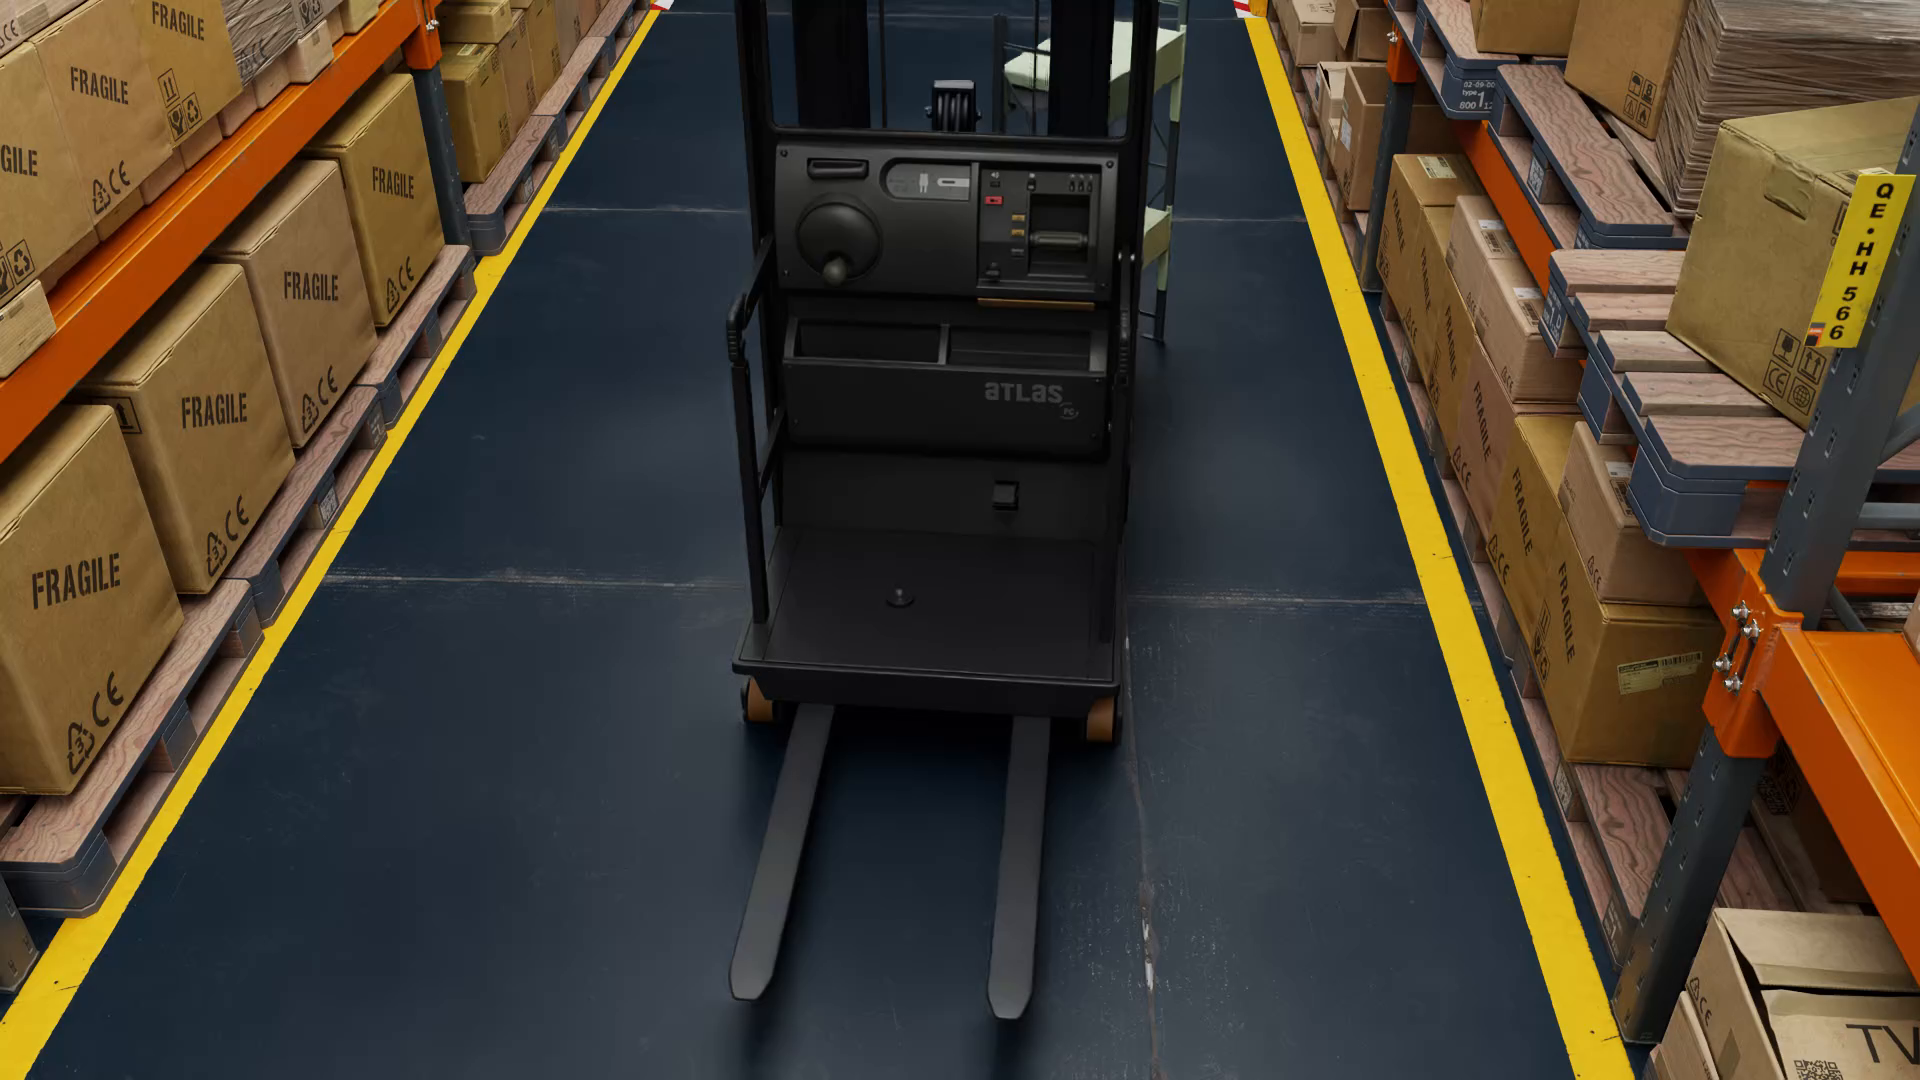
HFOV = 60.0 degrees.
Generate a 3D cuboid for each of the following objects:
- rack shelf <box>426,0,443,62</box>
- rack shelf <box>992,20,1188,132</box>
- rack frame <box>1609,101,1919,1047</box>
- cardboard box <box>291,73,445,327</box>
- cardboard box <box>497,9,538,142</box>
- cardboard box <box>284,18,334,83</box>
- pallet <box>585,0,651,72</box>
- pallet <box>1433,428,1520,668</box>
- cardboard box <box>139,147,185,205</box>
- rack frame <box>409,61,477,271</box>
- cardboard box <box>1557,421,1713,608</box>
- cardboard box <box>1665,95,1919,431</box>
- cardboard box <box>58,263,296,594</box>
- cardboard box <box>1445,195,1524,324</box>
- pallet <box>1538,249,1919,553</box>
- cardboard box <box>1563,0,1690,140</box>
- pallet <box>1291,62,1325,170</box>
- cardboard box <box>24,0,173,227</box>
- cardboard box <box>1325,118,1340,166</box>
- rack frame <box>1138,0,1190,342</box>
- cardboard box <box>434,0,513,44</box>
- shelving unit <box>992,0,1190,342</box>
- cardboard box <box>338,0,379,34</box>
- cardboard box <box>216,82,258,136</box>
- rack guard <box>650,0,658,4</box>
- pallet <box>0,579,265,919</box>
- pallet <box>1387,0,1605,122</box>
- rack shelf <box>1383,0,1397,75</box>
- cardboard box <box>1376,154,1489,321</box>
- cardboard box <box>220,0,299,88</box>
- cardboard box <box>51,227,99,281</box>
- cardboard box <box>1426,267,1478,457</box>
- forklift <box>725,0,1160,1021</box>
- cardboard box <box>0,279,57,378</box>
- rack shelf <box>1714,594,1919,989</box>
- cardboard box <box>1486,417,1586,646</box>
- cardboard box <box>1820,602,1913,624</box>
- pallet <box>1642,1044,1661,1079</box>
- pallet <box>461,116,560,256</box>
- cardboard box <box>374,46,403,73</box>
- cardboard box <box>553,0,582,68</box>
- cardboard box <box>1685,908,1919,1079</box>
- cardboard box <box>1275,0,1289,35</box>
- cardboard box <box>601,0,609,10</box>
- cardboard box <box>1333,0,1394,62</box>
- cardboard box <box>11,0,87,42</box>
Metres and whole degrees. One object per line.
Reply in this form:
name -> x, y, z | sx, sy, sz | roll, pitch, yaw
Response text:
rack shelf -> -2.605, -3.296, 8.457 | 1.077, 0.370, 4.000 | 1, 35, 2
rack shelf -> 0.481, -1.642, 6.103 | 0.431, 0.370, 0.720 | 19, 39, 25
rack frame -> 2.104, -0.031, 3.185 | 1.000, 3.000, 0.127 | 1, 35, 2
cardboard box -> -2.582, -1.357, 6.577 | 0.750, 0.750, 0.750 | 2, 35, 2
cardboard box -> -2.529, -2.306, 8.232 | 0.700, 0.500, 0.500 | 1, 35, 1
cardboard box -> -2.410, -1.700, 5.761 | 0.380, 0.149, 0.250 | 1, 35, 2
pallet -> -2.479, -3.137, 10.031 | 1.003, 0.211, 1.213 | 1, 35, 2
pallet -> 2.223, -0.017, 5.591 | 1.003, 0.211, 1.213 | 1, 35, 2
cardboard box -> -2.551, -1.114, 4.927 | 0.380, 0.149, 0.250 | 2, 35, 2
rack frame -> -2.685, -2.441, 6.615 | 1.000, 3.000, 0.127 | 1, 35, 2
cardboard box -> 1.905, -0.070, 4.380 | 0.500, 0.250, 0.500 | 3, 35, 4
cardboard box -> 2.016, -0.608, 3.554 | 0.700, 0.500, 0.500 | -10, 36, -14
cardboard box -> -2.644, -0.358, 5.155 | 0.750, 0.750, 0.750 | 1, 35, 2
cardboard box -> 1.961, -0.946, 5.627 | 0.500, 0.250, 0.500 | 1, 35, 2
pallet -> 2.061, -0.344, 3.797 | 1.213, 0.211, 1.003 | 1, 35, 2
cardboard box -> 2.255, -1.525, 4.860 | 0.700, 0.500, 0.500 | -7, 36, -10
pallet -> 2.339, -2.285, 8.819 | 1.003, 0.211, 1.213 | 1, 35, 2
cardboard box -> -2.519, -1.173, 4.447 | 0.500, 0.500, 0.500 | 1, 35, 2
cardboard box -> 1.959, -1.893, 7.932 | 0.380, 0.149, 0.250 | 1, 35, 2
rack frame -> 0.670, -1.503, 6.584 | 0.400, 1.500, 0.023 | 19, 39, 25
cardboard box -> -2.357, -2.476, 7.909 | 0.380, 0.149, 0.250 | 2, 35, 3
shelving unit -> 0.481, -1.323, 6.327 | 0.431, 1.500, 0.755 | 19, 39, 25
cardboard box -> -2.403, -2.000, 6.189 | 0.380, 0.149, 0.250 | 2, 35, 3
cardboard box -> -2.511, -1.417, 5.359 | 0.380, 0.149, 0.250 | 0, 35, 1
rack guard -> -2.524, -3.731, 10.623 | 1.175, 0.500, 0.348 | 1, 35, 2
pallet -> -2.739, 0.546, 4.789 | 1.003, 0.211, 1.213 | 1, 35, 2
pallet -> 2.123, -1.794, 5.861 | 1.003, 0.211, 1.213 | 1, 35, 2
rack shelf -> 2.345, -3.184, 8.297 | 1.077, 0.370, 4.000 | 1, 35, 2
cardboard box -> 2.002, -1.214, 6.660 | 0.500, 0.500, 0.500 | 0, 35, 0
cardboard box -> -2.491, -1.759, 5.282 | 0.500, 0.500, 0.500 | 1, 35, 2
cardboard box -> -2.599, -0.824, 4.515 | 0.380, 0.149, 0.250 | 2, 35, 3
cardboard box -> 1.964, -0.620, 5.815 | 0.500, 0.500, 0.500 | 2, 35, 2
forklift -> -0.058, -0.805, 4.346 | 1.130, 2.935, 3.031 | 3, 35, 4
cardboard box -> -2.487, -0.528, 4.093 | 0.380, 0.149, 0.250 | 2, 35, 3
rack shelf -> 2.023, 1.412, 1.757 | 1.077, 0.370, 4.000 | 1, 35, 2
cardboard box -> 1.928, -0.028, 4.973 | 0.500, 0.500, 0.500 | 0, 35, 0
cardboard box -> 2.423, 0.256, 4.569 | 0.500, 0.500, 0.500 | 0, 35, 0
pallet -> 2.032, 1.582, 3.315 | 1.003, 0.211, 1.213 | 1, 35, 2
pallet -> -2.577, -1.736, 8.036 | 1.003, 0.211, 1.213 | 1, 35, 2
cardboard box -> -2.757, -2.204, 7.523 | 0.380, 0.149, 0.250 | 1, 35, 2
cardboard box -> -2.492, -2.908, 9.087 | 0.700, 0.500, 0.500 | 0, 35, 0
cardboard box -> 1.789, 0.987, 3.275 | 0.500, 0.311, 0.500 | 2, 35, 3
cardboard box -> 2.100, -3.089, 9.546 | 0.500, 0.250, 0.500 | 1, 35, 2
cardboard box -> -2.453, -3.484, 9.908 | 0.700, 0.500, 0.500 | 1, 35, 2
cardboard box -> 2.335, -2.567, 8.583 | 0.797, 0.503, 0.637 | 1, 35, 2
cardboard box -> -2.533, -1.472, 4.220 | 0.500, 0.250, 0.500 | 2, 35, 2
